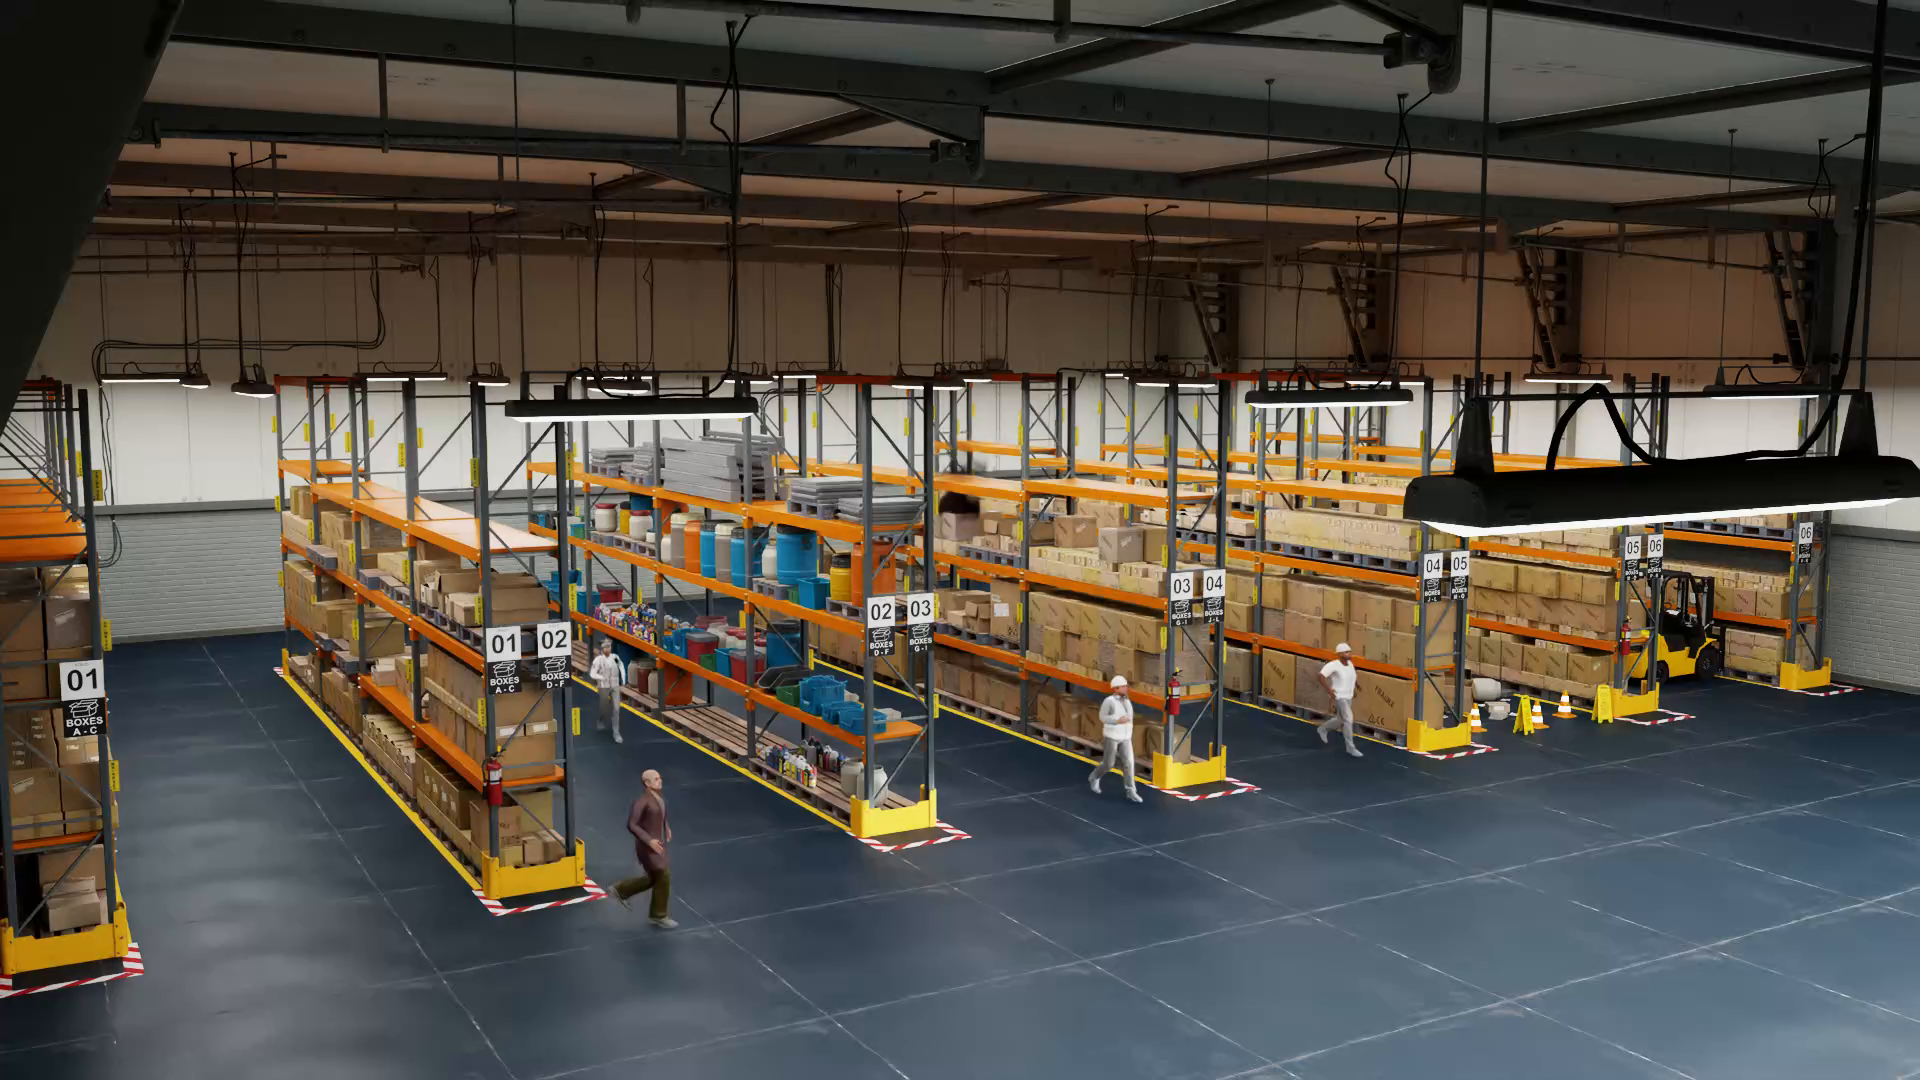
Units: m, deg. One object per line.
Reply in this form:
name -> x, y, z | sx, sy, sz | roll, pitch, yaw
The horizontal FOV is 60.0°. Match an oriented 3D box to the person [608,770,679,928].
person -> -3.544, 3.436, 18.595 | 0.822, 1.792, 0.720 | 1, 6, 9

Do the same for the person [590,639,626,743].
person -> -5.831, 2.461, 27.654 | 0.625, 1.678, 0.984 | -3, 7, -26

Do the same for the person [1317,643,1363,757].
person -> 6.118, 2.532, 26.735 | 0.709, 1.775, 0.937 | -6, 9, -44

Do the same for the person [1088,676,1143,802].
person -> 2.281, 2.825, 23.864 | 0.690, 1.746, 1.005 | -4, 8, -34
